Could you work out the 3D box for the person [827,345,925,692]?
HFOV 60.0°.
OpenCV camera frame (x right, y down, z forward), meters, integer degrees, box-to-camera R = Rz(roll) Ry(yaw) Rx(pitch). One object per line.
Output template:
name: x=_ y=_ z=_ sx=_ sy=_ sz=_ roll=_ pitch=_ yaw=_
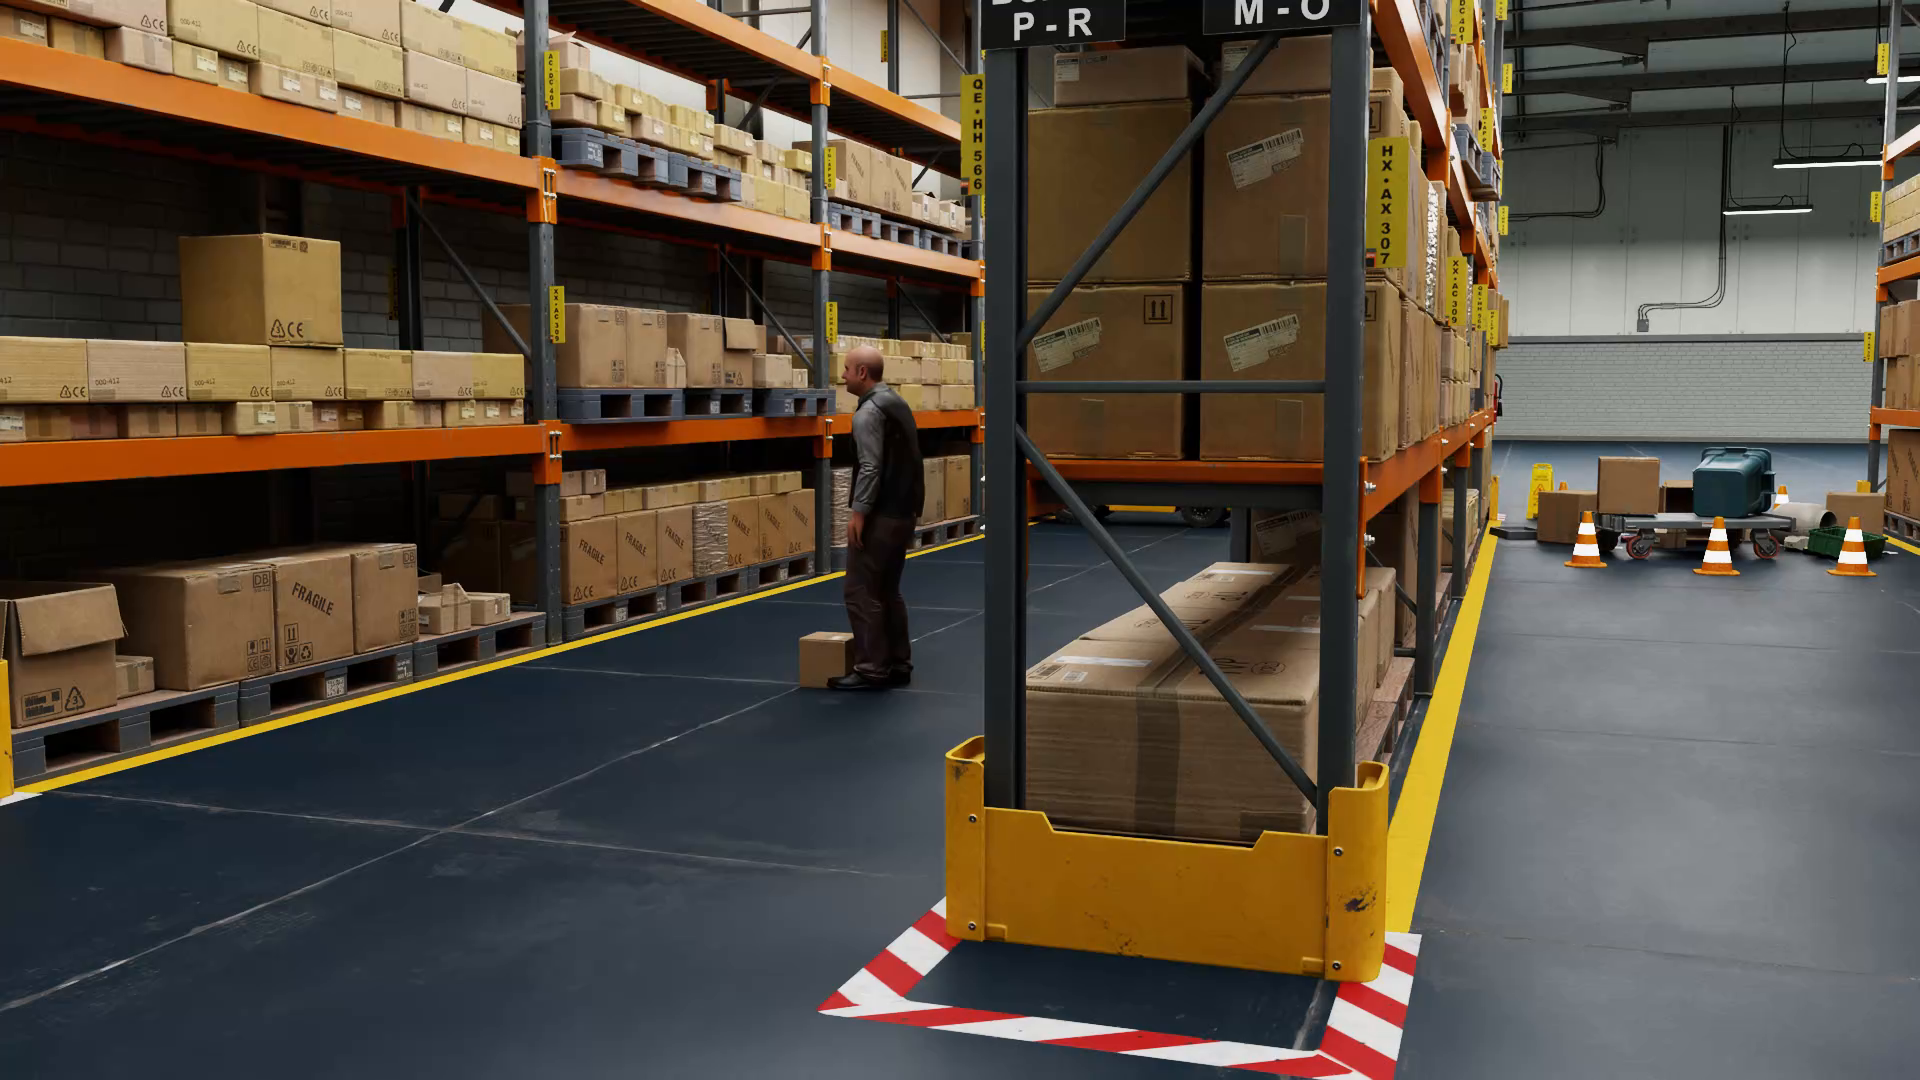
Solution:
person: x=-0.418 y=-0.111 z=8.344 sx=0.469 sy=1.721 sz=0.594 roll=1 pitch=5 yaw=15
